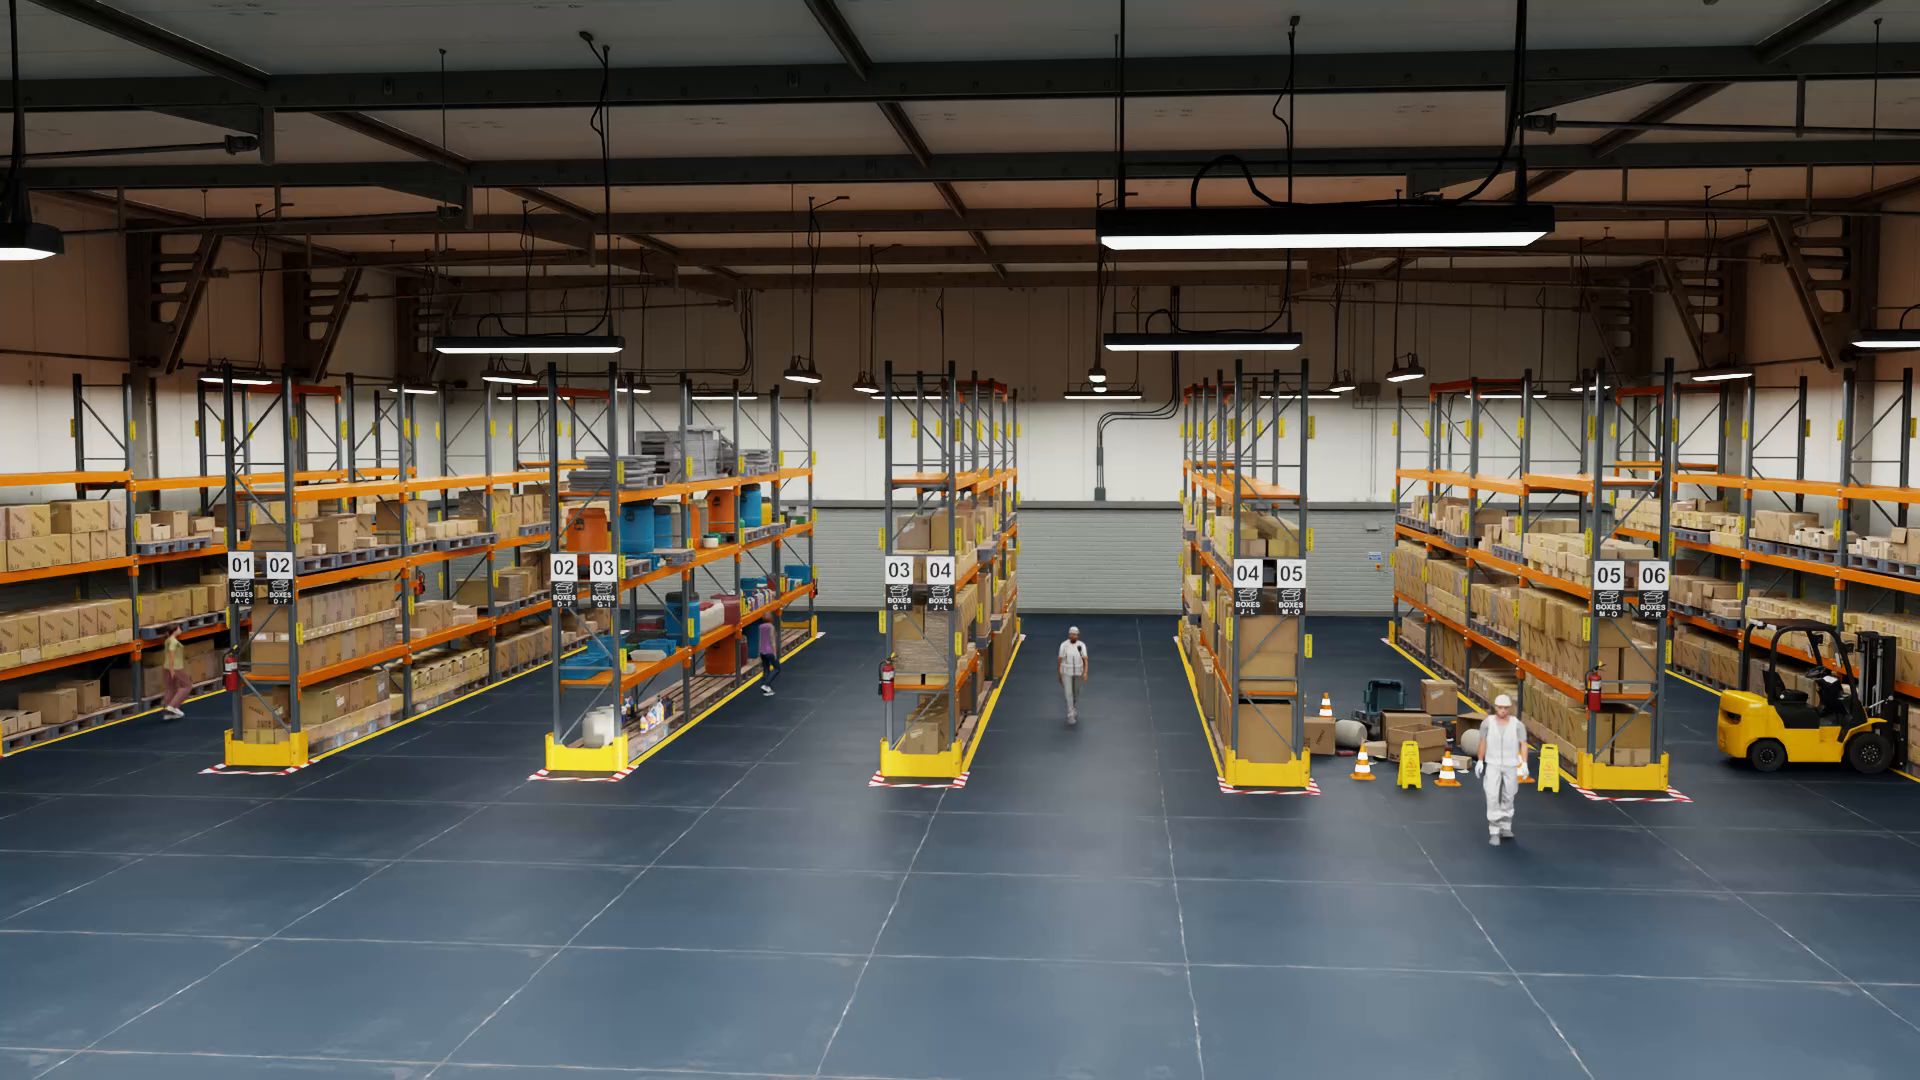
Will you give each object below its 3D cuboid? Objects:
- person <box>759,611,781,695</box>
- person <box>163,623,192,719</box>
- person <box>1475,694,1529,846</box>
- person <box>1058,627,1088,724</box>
[{"bbox_3d":[-3.646,2.145,31.339,0.453,1.598,0.435,4,5,44],"label":"person"},{"bbox_3d":[-13.651,2.265,28.852,0.503,1.658,0.453,2,4,25],"label":"person"},{"bbox_3d":[6.610,2.788,20.280,0.623,1.825,0.596,1,4,19],"label":"person"},{"bbox_3d":[1.950,2.293,28.633,0.479,1.589,1.078,-1,4,-11],"label":"person"}]
